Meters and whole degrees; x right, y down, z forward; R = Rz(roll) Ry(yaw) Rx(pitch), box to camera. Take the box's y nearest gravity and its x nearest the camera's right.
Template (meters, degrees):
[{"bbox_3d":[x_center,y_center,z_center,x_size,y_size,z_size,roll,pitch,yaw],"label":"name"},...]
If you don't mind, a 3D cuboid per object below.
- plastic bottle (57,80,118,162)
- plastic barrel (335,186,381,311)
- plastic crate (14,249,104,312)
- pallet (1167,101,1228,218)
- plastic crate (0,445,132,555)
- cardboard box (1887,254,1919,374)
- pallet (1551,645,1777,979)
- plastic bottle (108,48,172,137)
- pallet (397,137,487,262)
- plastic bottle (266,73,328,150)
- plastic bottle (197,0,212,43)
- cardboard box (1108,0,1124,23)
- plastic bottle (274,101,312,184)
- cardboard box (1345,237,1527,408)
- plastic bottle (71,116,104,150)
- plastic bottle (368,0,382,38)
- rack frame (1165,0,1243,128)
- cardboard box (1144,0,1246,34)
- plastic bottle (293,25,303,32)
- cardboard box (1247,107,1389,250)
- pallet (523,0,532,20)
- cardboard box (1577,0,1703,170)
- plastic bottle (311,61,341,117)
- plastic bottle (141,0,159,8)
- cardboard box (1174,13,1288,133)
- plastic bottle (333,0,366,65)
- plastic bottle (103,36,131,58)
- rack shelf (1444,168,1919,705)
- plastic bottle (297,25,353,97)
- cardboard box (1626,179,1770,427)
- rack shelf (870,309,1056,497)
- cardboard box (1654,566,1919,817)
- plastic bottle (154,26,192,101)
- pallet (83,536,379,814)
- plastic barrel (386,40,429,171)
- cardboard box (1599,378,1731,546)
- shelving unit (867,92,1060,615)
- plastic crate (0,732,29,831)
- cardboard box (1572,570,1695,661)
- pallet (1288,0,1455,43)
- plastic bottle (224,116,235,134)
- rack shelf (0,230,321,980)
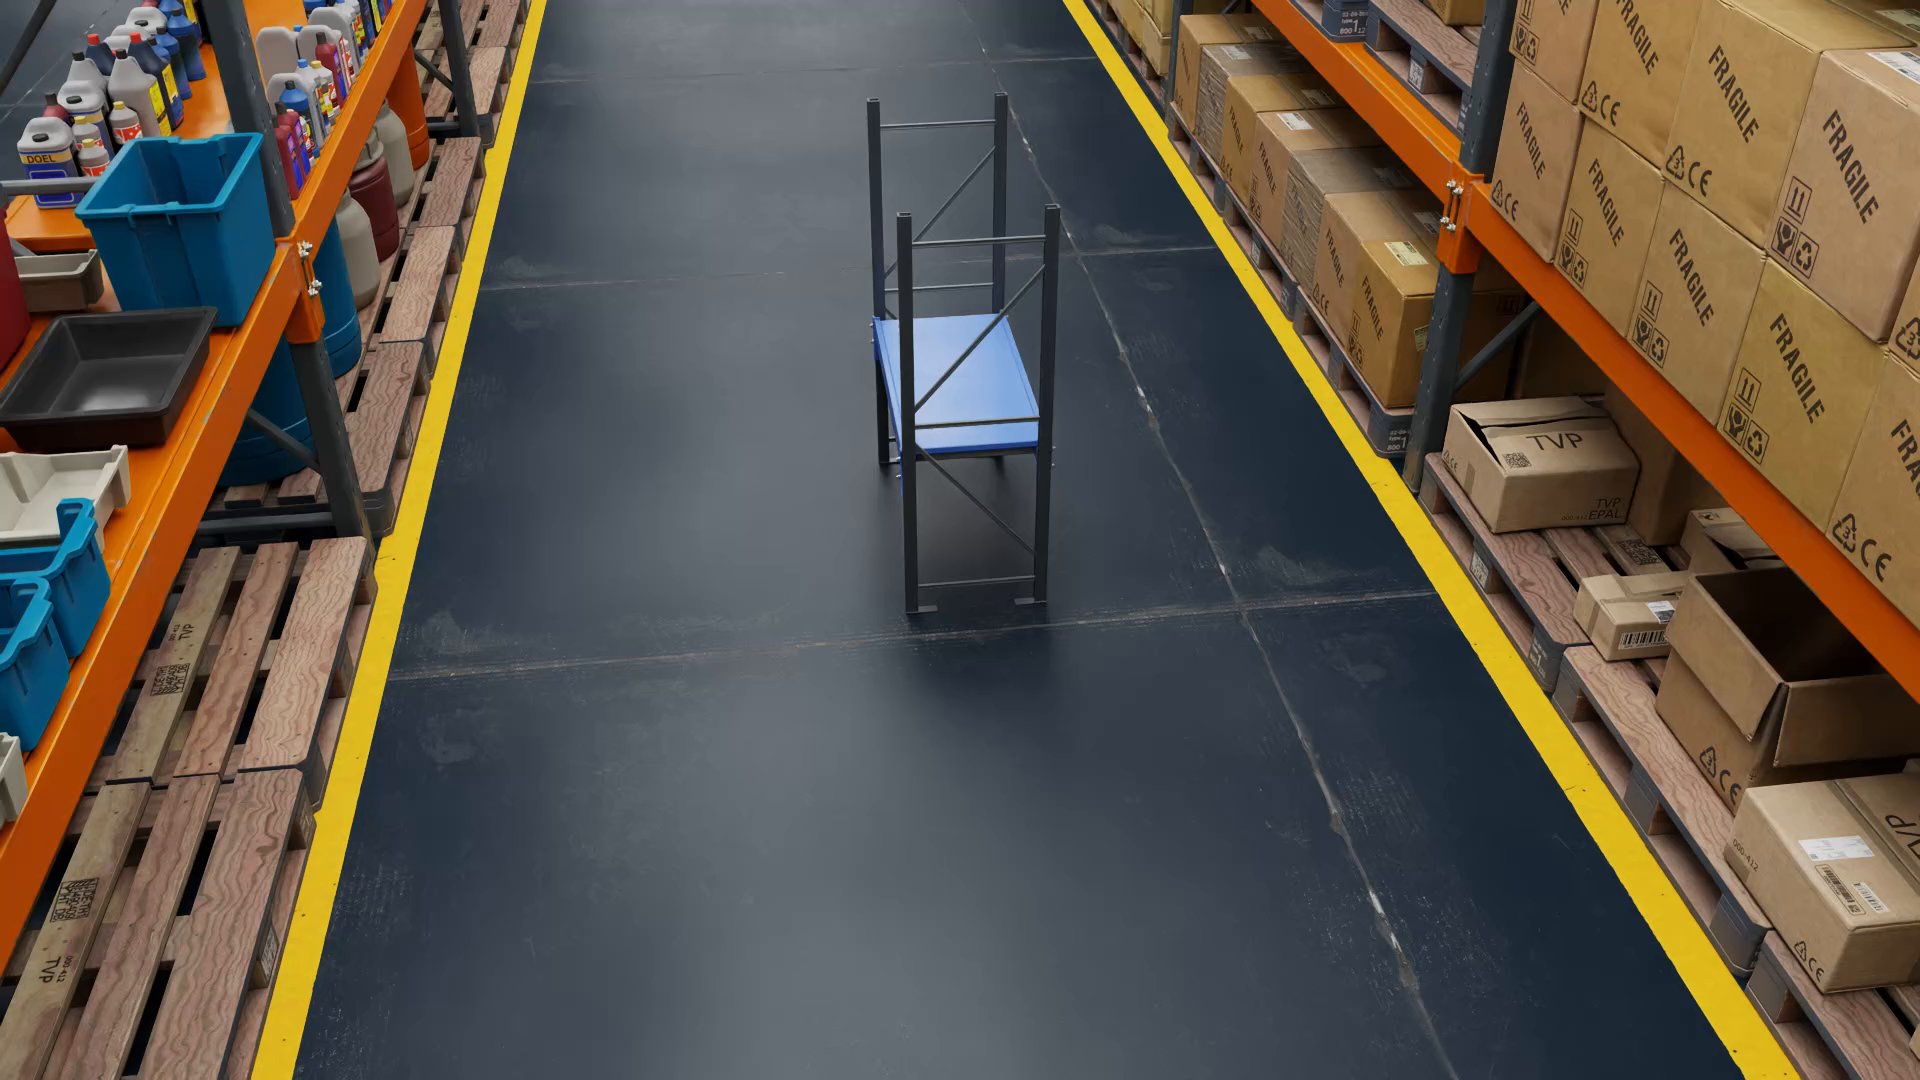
[{"bbox_3d":[-3.074,-1.461,5.841,0.152,0.276,0.135,-4,35,-6],"label":"plastic bottle"},{"bbox_3d":[-2.791,-1.280,7.302,0.421,0.512,0.421,0,34,0],"label":"plastic barrel"},{"bbox_3d":[-2.731,-0.758,4.880,0.396,0.136,0.243,-4,35,-6],"label":"plastic crate"},{"bbox_3d":[1.782,-2.146,9.212,1.003,0.211,1.213,-4,35,-6],"label":"pallet"},{"bbox_3d":[-2.120,-0.080,3.885,0.293,0.136,0.466,-4,35,-6],"label":"plastic crate"},{"bbox_3d":[2.320,-0.507,3.354,0.500,0.500,0.500,-3,34,-5],"label":"cardboard box"},{"bbox_3d":[2.516,0.732,4.989,1.003,0.211,1.213,-4,35,-6],"label":"pallet"},{"bbox_3d":[-2.957,-1.592,5.966,0.144,0.351,0.185,-4,35,-6],"label":"plastic bottle"},{"bbox_3d":[-3.042,-1.756,8.640,1.003,0.211,1.213,-4,35,-6],"label":"pallet"},{"bbox_3d":[-2.386,-1.553,5.976,0.152,0.276,0.135,-4,35,-6],"label":"plastic bottle"},{"bbox_3d":[-3.115,-2.282,6.979,0.144,0.351,0.185,-4,35,-6],"label":"plastic bottle"},{"bbox_3d":[1.269,-3.599,10.936,0.500,0.250,0.500,-4,34,-5],"label":"cardboard box"},{"bbox_3d":[-2.296,-1.376,5.710,0.061,0.283,0.133,-4,35,-6],"label":"plastic bottle"},{"bbox_3d":[1.907,-0.889,6.719,0.500,0.500,0.500,-5,35,-7],"label":"cardboard box"},{"bbox_3d":[-3.025,-1.368,5.770,0.097,0.201,0.097,0,34,0],"label":"plastic bottle"},{"bbox_3d":[-2.516,-2.288,7.048,0.061,0.283,0.133,-4,35,-6],"label":"plastic bottle"},{"bbox_3d":[1.719,-3.718,9.043,1.000,3.000,0.127,-4,35,-6],"label":"rack frame"},{"bbox_3d":[1.405,-3.261,9.942,0.500,0.311,0.500,-3,34,-5],"label":"cardboard box"},{"bbox_3d":[-2.613,-1.944,6.616,0.097,0.201,0.097,0,34,0],"label":"plastic bottle"},{"bbox_3d":[1.711,-1.729,7.952,0.500,0.500,0.500,-5,35,-8],"label":"cardboard box"},{"bbox_3d":[-3.584,-3.990,11.917,1.003,0.211,1.213,-4,35,-6],"label":"pallet"},{"bbox_3d":[2.112,-1.369,4.618,0.500,0.500,0.500,-5,35,-8],"label":"cardboard box"},{"bbox_3d":[-2.400,-1.698,6.254,0.097,0.201,0.097,0,34,0],"label":"plastic bottle"},{"bbox_3d":[-3.268,-2.076,6.736,0.061,0.283,0.133,-4,35,-6],"label":"plastic bottle"},{"bbox_3d":[1.497,-2.592,9.218,0.500,0.500,0.500,-3,34,-4],"label":"cardboard box"},{"bbox_3d":[-2.481,-2.060,6.723,0.097,0.271,0.097,0,34,0],"label":"plastic bottle"},{"bbox_3d":[-3.142,-1.743,6.254,0.152,0.276,0.135,-4,35,-6],"label":"plastic bottle"},{"bbox_3d":[2.526,-0.073,4.332,1.077,0.370,4.000,-4,35,-6],"label":"rack shelf"},{"bbox_3d":[-2.461,-1.866,6.434,0.152,0.276,0.135,-4,35,-6],"label":"plastic bottle"},{"bbox_3d":[2.193,-0.658,4.463,0.500,0.500,0.500,-5,35,-7],"label":"cardboard box"},{"bbox_3d":[-0.011,-0.519,5.999,0.538,0.185,1.000,-4,35,-6],"label":"rack shelf"},{"bbox_3d":[2.515,0.412,4.809,0.797,0.503,0.637,-4,35,-6],"label":"cardboard box"},{"bbox_3d":[-3.039,-1.836,6.394,0.097,0.271,0.097,0,34,0],"label":"plastic bottle"},{"bbox_3d":[-2.514,0.447,5.407,1.003,0.211,1.213,-4,35,-6],"label":"pallet"},{"bbox_3d":[-3.107,-2.350,8.589,0.600,0.830,0.708,-4,35,-6],"label":"plastic barrel"},{"bbox_3d":[2.615,-0.339,5.912,0.500,0.500,0.500,-4,35,-6],"label":"cardboard box"},{"bbox_3d":[-0.011,-0.667,5.897,0.538,1.500,1.048,-4,35,-6],"label":"shelving unit"},{"bbox_3d":[-1.873,0.477,3.068,0.250,0.136,0.298,-4,35,-6],"label":"plastic crate"},{"bbox_3d":[2.225,0.235,5.366,0.380,0.166,0.250,-4,35,-6],"label":"cardboard box"},{"bbox_3d":[1.985,-2.554,7.505,1.003,0.211,1.213,-4,35,-6],"label":"pallet"},{"bbox_3d":[-2.383,-1.336,5.591,0.144,0.351,0.185,-4,35,-6],"label":"plastic bottle"},{"bbox_3d":[-2.383,0.300,3.785,1.077,0.370,4.000,-4,35,-6],"label":"rack shelf"}]
